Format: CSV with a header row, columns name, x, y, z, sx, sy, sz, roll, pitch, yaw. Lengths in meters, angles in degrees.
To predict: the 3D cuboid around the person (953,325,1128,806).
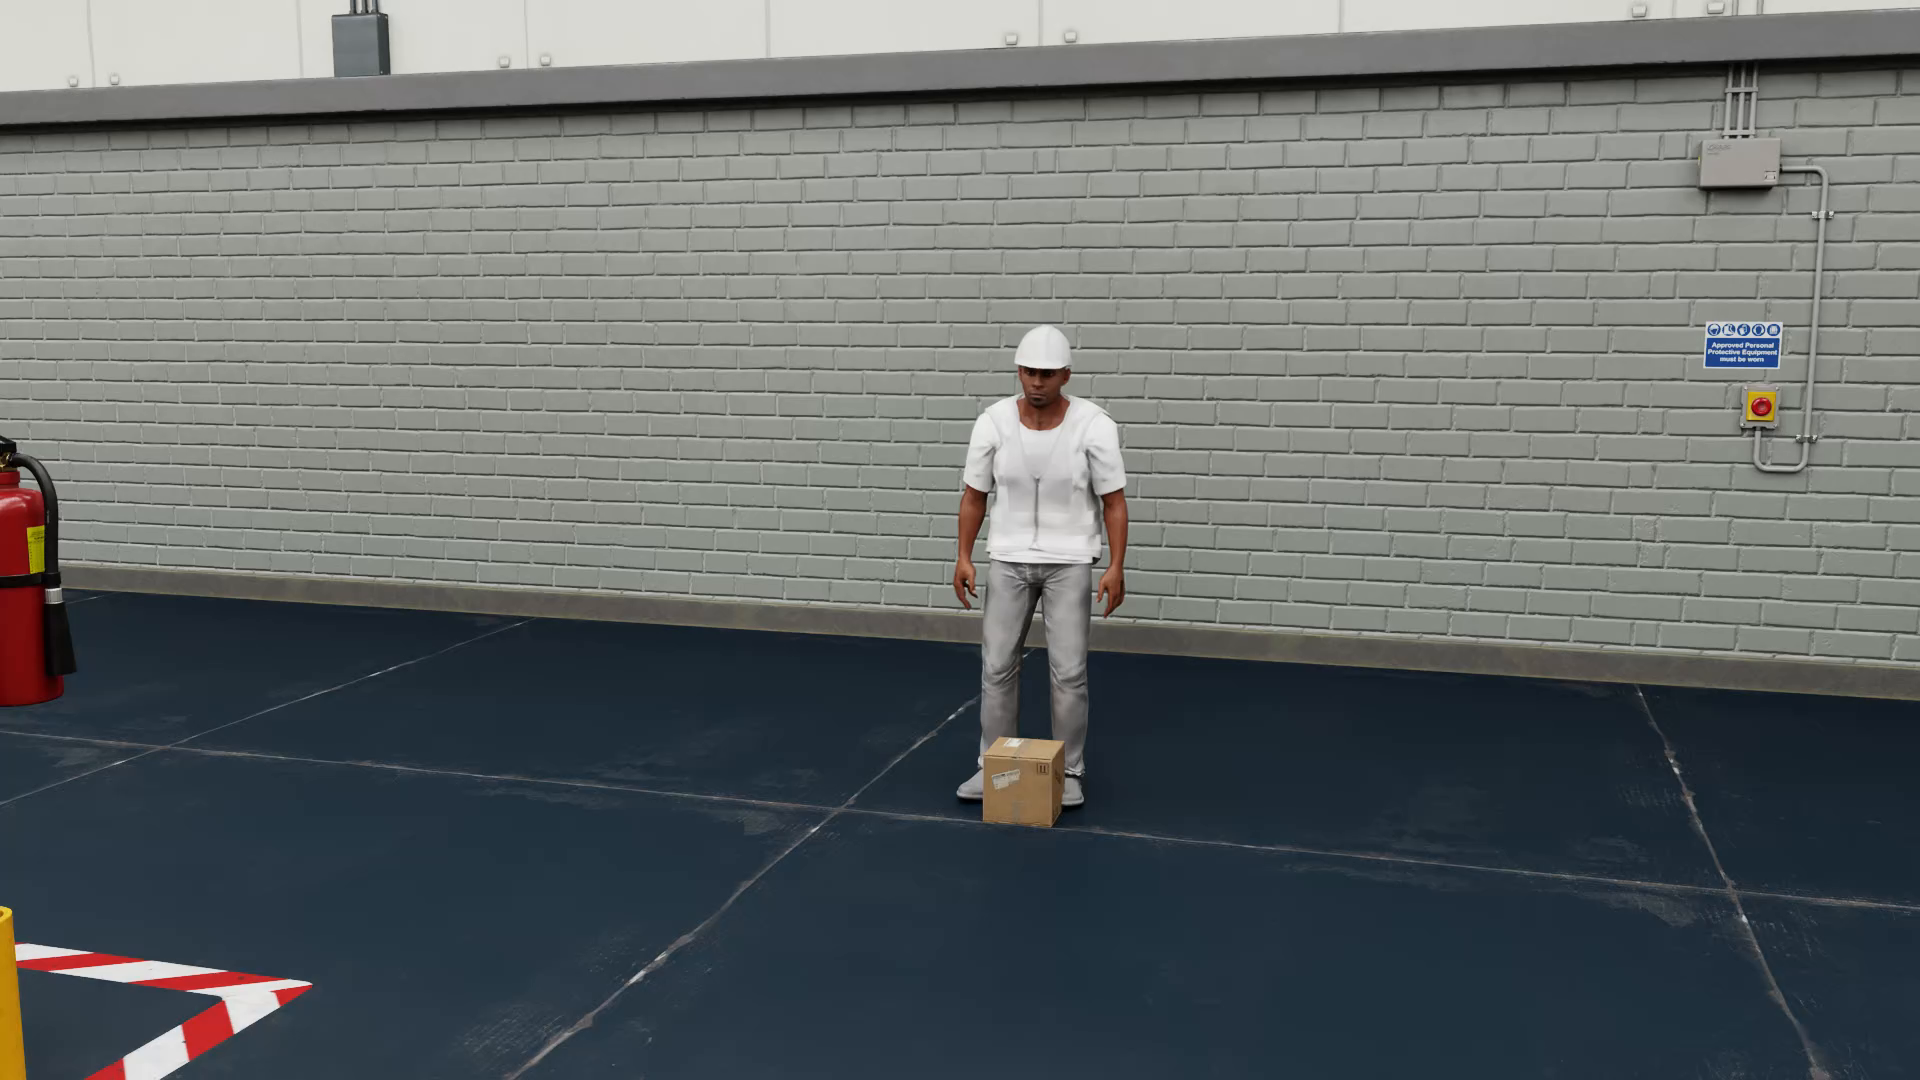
name,x,y,z,sx,sy,sz,roll,pitch,yaw
person,0.293,0.097,6.115,0.638,1.757,0.458,2,9,14
